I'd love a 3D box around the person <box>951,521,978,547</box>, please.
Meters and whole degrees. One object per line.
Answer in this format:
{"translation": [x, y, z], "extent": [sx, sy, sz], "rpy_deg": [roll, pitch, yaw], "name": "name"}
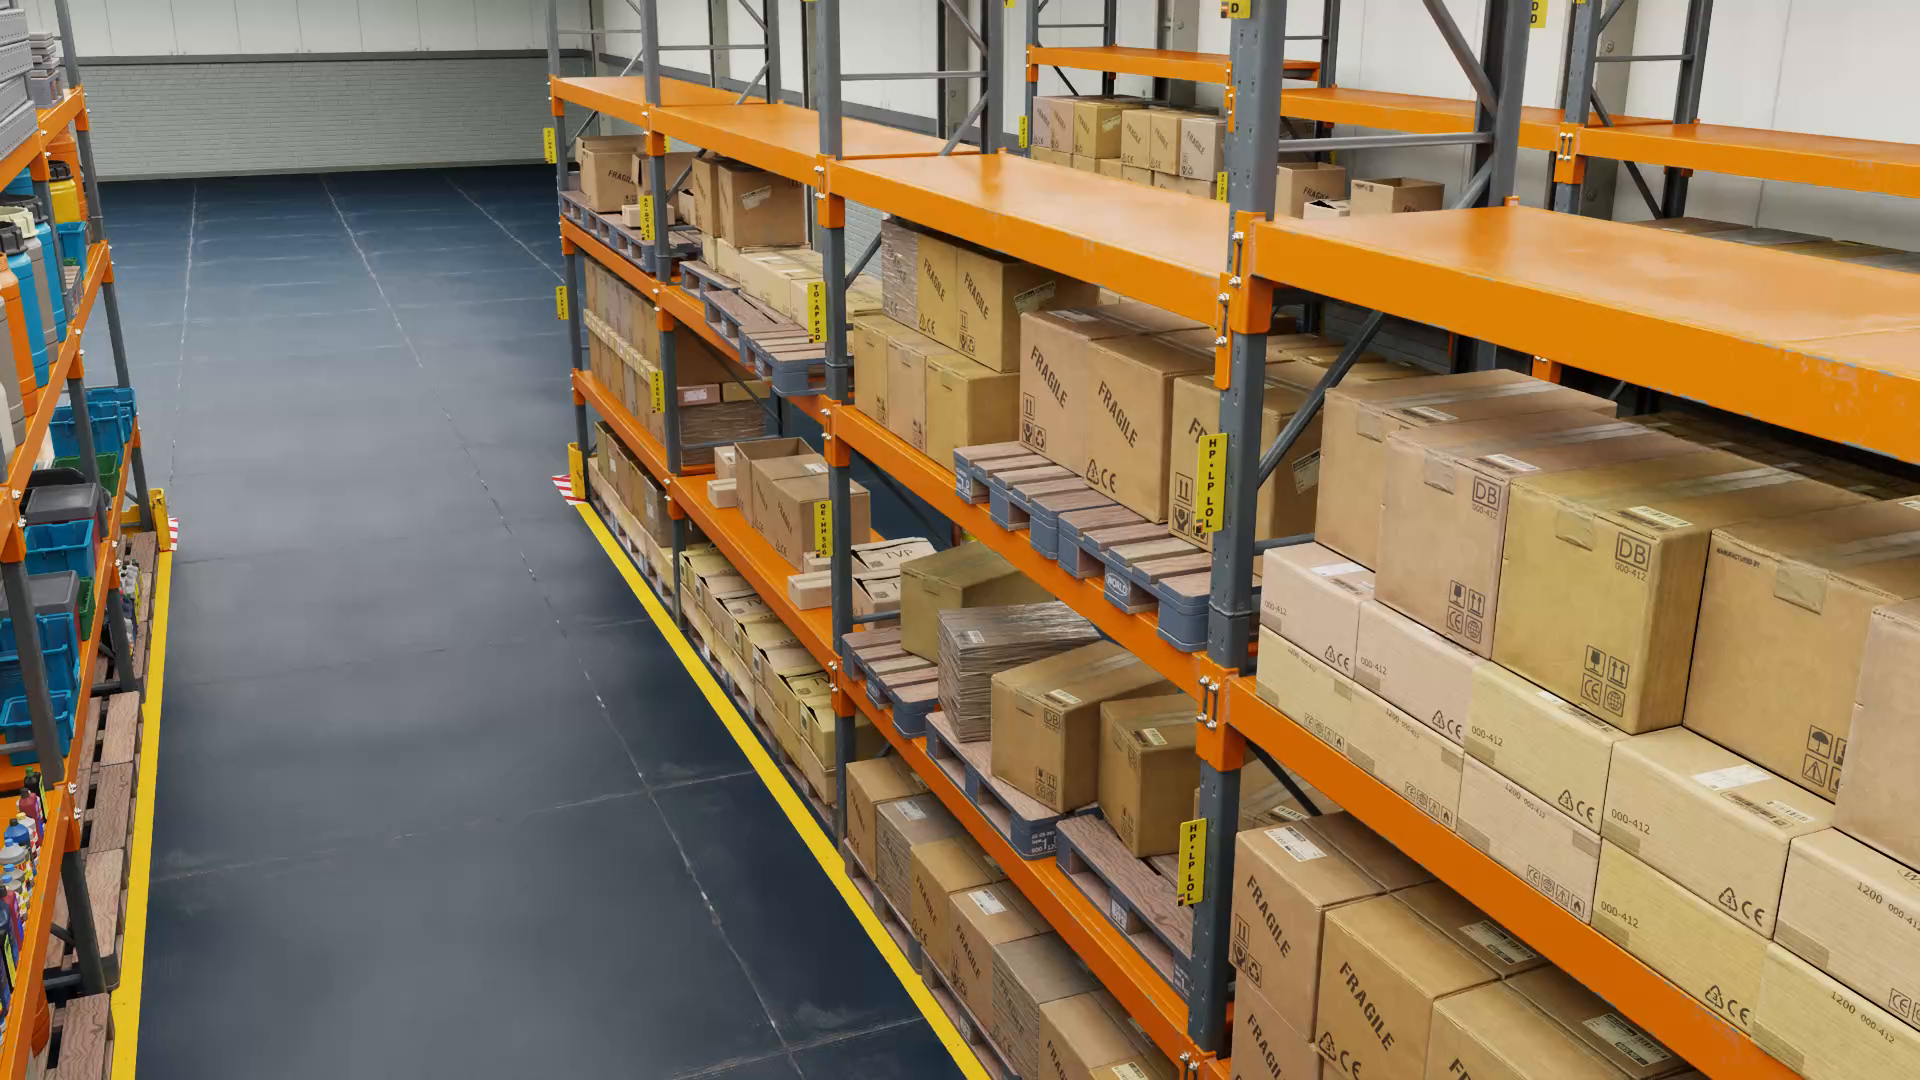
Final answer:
{"translation": [0.232, 0.090, 12.574], "extent": [0.636, 1.761, 0.454], "rpy_deg": [-9, 21, -24], "name": "person"}
